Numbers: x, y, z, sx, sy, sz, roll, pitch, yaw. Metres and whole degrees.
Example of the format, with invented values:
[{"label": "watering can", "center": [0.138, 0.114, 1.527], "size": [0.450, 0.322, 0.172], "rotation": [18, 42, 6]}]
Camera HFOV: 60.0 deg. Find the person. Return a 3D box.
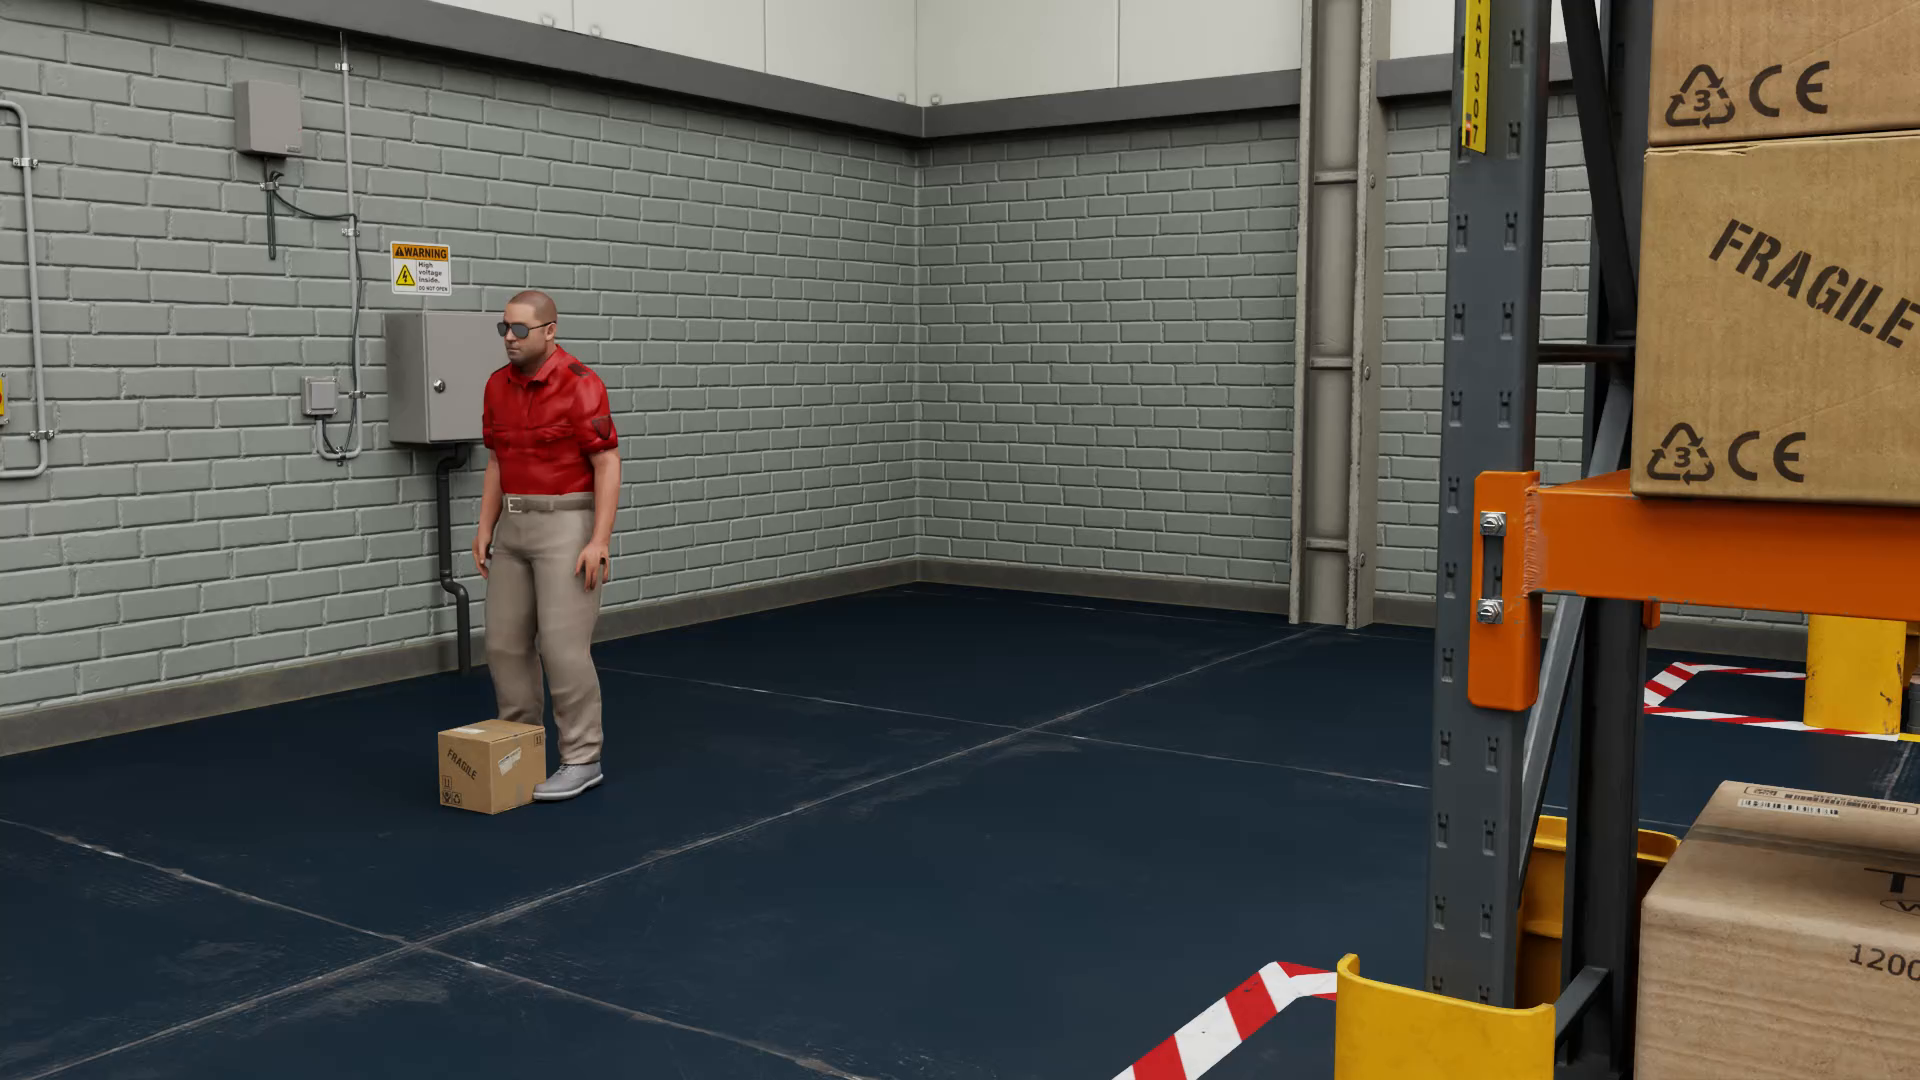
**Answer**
[{"label": "person", "center": [-1.450, 0.007, 5.771], "size": [0.605, 1.726, 0.402], "rotation": [4, 7, 30]}]
